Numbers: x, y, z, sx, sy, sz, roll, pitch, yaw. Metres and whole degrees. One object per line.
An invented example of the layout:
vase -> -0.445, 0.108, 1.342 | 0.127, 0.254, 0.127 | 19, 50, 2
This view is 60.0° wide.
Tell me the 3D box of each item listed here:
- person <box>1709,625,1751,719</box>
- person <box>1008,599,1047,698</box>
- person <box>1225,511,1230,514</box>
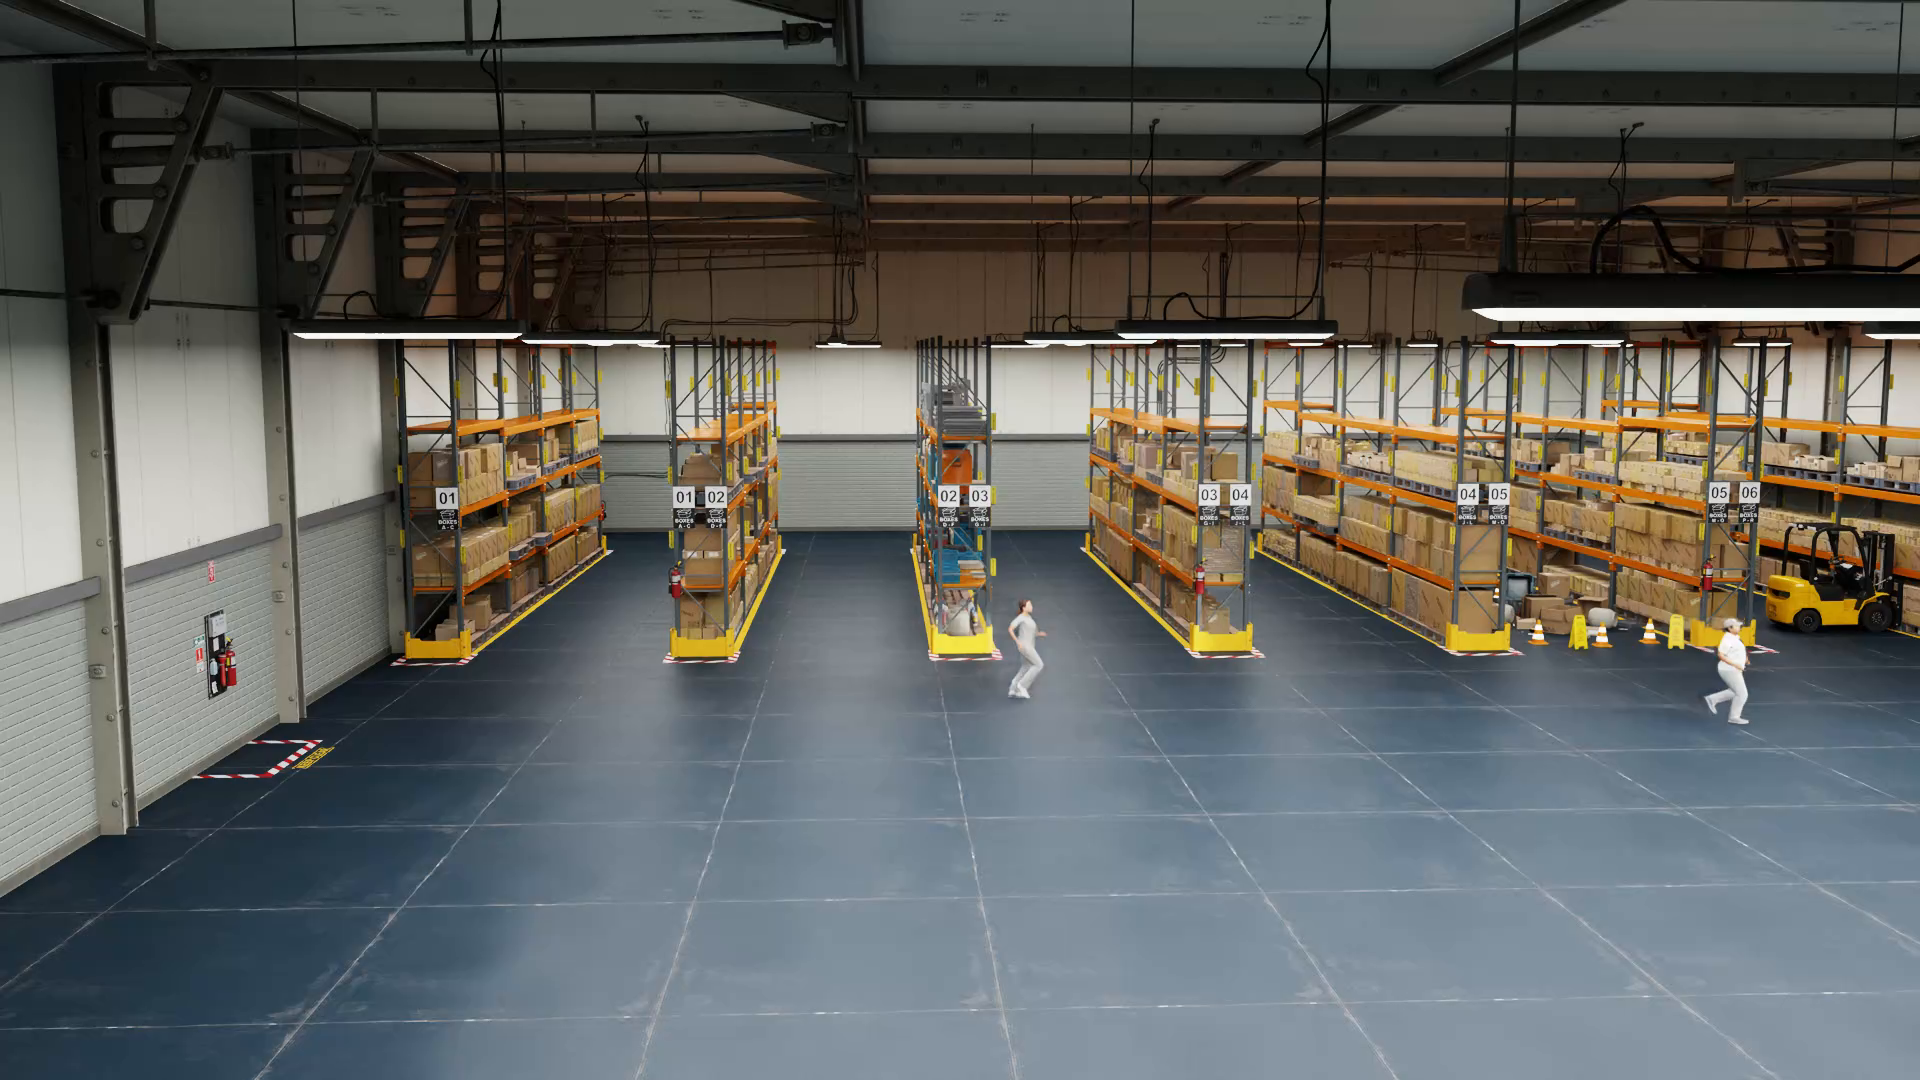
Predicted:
person -> 11.869, 1.989, 25.660 | 0.574, 1.534, 0.611 | 4, 8, 33
person -> 1.114, 1.783, 27.380 | 0.653, 1.641, 0.536 | 2, 7, 17
person -> 7.890, -0.610, 48.820 | 0.493, 1.615, 0.599 | -2, 7, -17
